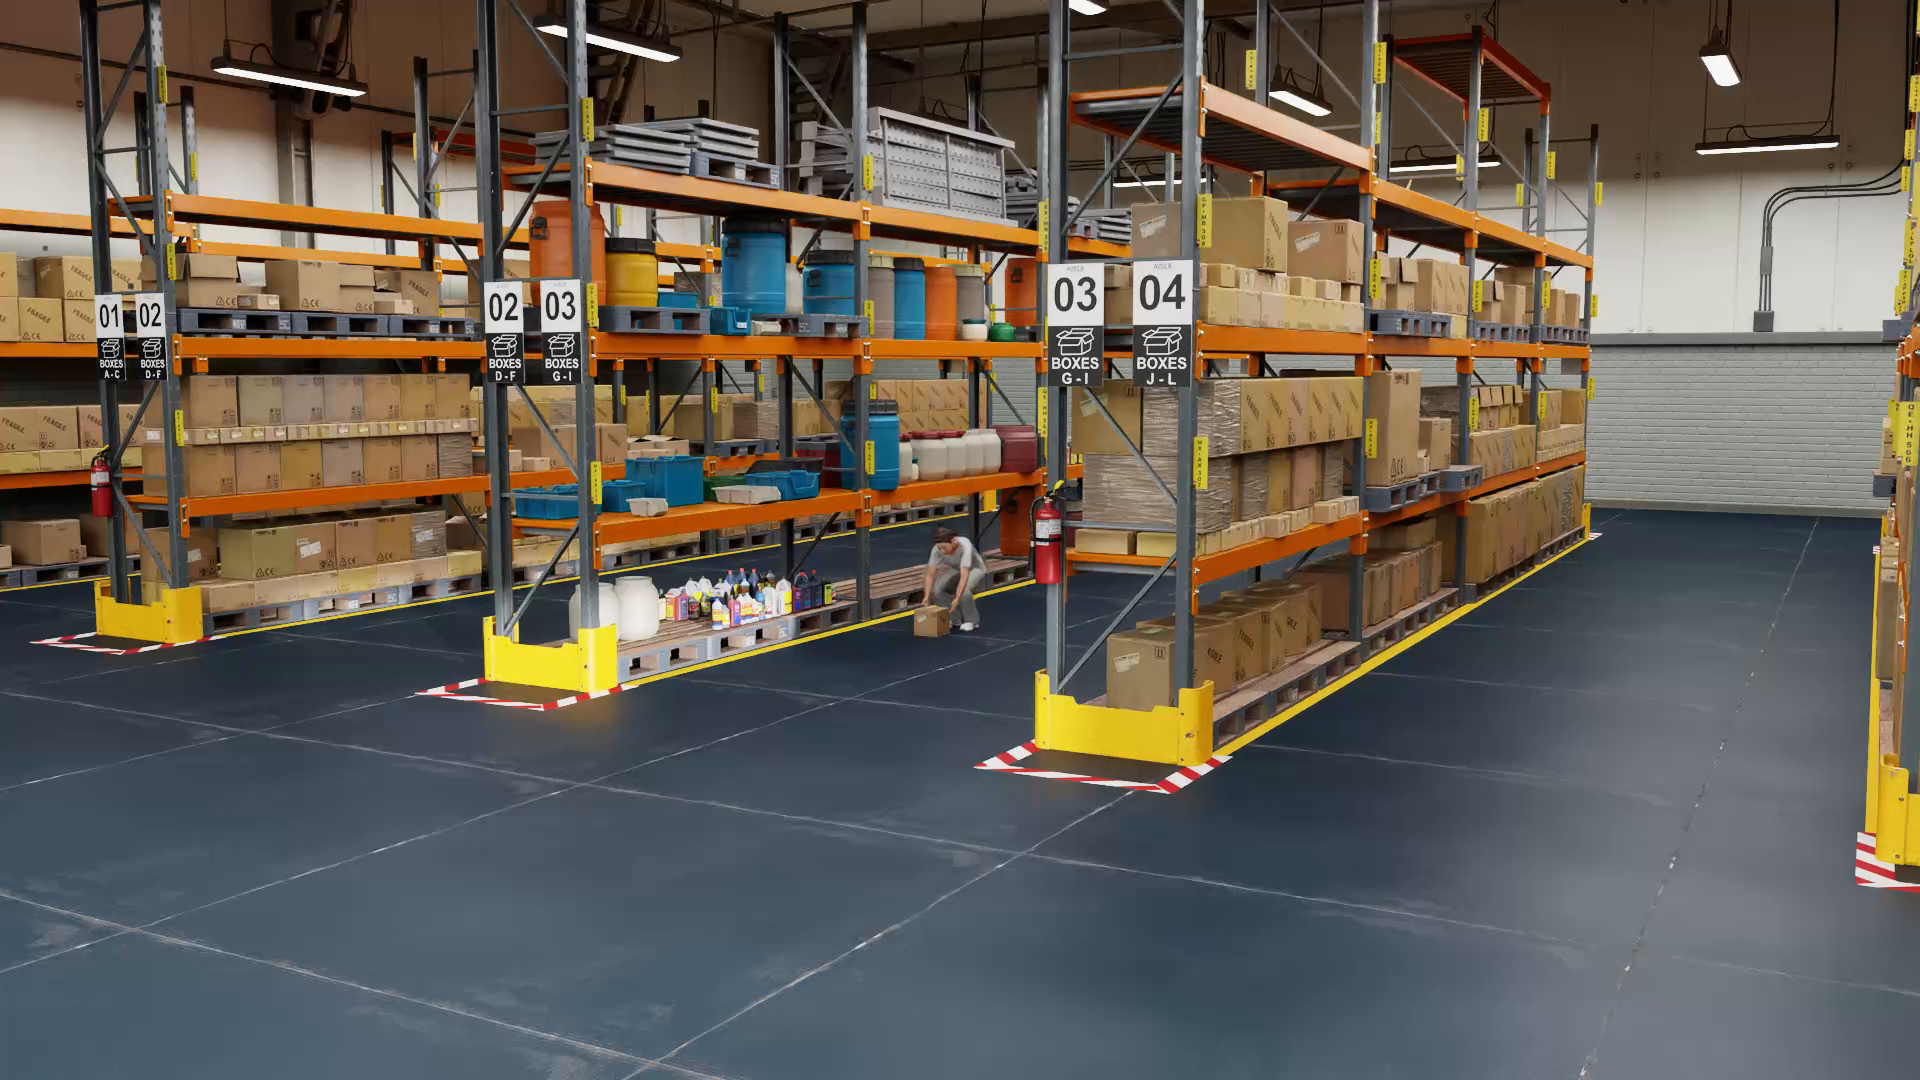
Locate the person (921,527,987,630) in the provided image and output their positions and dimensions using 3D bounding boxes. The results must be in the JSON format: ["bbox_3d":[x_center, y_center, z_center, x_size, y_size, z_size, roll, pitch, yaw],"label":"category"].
[{"bbox_3d":[-0.030,0.372,16.035,0.488,1.000,0.777,4,7,33],"label":"person"}]
